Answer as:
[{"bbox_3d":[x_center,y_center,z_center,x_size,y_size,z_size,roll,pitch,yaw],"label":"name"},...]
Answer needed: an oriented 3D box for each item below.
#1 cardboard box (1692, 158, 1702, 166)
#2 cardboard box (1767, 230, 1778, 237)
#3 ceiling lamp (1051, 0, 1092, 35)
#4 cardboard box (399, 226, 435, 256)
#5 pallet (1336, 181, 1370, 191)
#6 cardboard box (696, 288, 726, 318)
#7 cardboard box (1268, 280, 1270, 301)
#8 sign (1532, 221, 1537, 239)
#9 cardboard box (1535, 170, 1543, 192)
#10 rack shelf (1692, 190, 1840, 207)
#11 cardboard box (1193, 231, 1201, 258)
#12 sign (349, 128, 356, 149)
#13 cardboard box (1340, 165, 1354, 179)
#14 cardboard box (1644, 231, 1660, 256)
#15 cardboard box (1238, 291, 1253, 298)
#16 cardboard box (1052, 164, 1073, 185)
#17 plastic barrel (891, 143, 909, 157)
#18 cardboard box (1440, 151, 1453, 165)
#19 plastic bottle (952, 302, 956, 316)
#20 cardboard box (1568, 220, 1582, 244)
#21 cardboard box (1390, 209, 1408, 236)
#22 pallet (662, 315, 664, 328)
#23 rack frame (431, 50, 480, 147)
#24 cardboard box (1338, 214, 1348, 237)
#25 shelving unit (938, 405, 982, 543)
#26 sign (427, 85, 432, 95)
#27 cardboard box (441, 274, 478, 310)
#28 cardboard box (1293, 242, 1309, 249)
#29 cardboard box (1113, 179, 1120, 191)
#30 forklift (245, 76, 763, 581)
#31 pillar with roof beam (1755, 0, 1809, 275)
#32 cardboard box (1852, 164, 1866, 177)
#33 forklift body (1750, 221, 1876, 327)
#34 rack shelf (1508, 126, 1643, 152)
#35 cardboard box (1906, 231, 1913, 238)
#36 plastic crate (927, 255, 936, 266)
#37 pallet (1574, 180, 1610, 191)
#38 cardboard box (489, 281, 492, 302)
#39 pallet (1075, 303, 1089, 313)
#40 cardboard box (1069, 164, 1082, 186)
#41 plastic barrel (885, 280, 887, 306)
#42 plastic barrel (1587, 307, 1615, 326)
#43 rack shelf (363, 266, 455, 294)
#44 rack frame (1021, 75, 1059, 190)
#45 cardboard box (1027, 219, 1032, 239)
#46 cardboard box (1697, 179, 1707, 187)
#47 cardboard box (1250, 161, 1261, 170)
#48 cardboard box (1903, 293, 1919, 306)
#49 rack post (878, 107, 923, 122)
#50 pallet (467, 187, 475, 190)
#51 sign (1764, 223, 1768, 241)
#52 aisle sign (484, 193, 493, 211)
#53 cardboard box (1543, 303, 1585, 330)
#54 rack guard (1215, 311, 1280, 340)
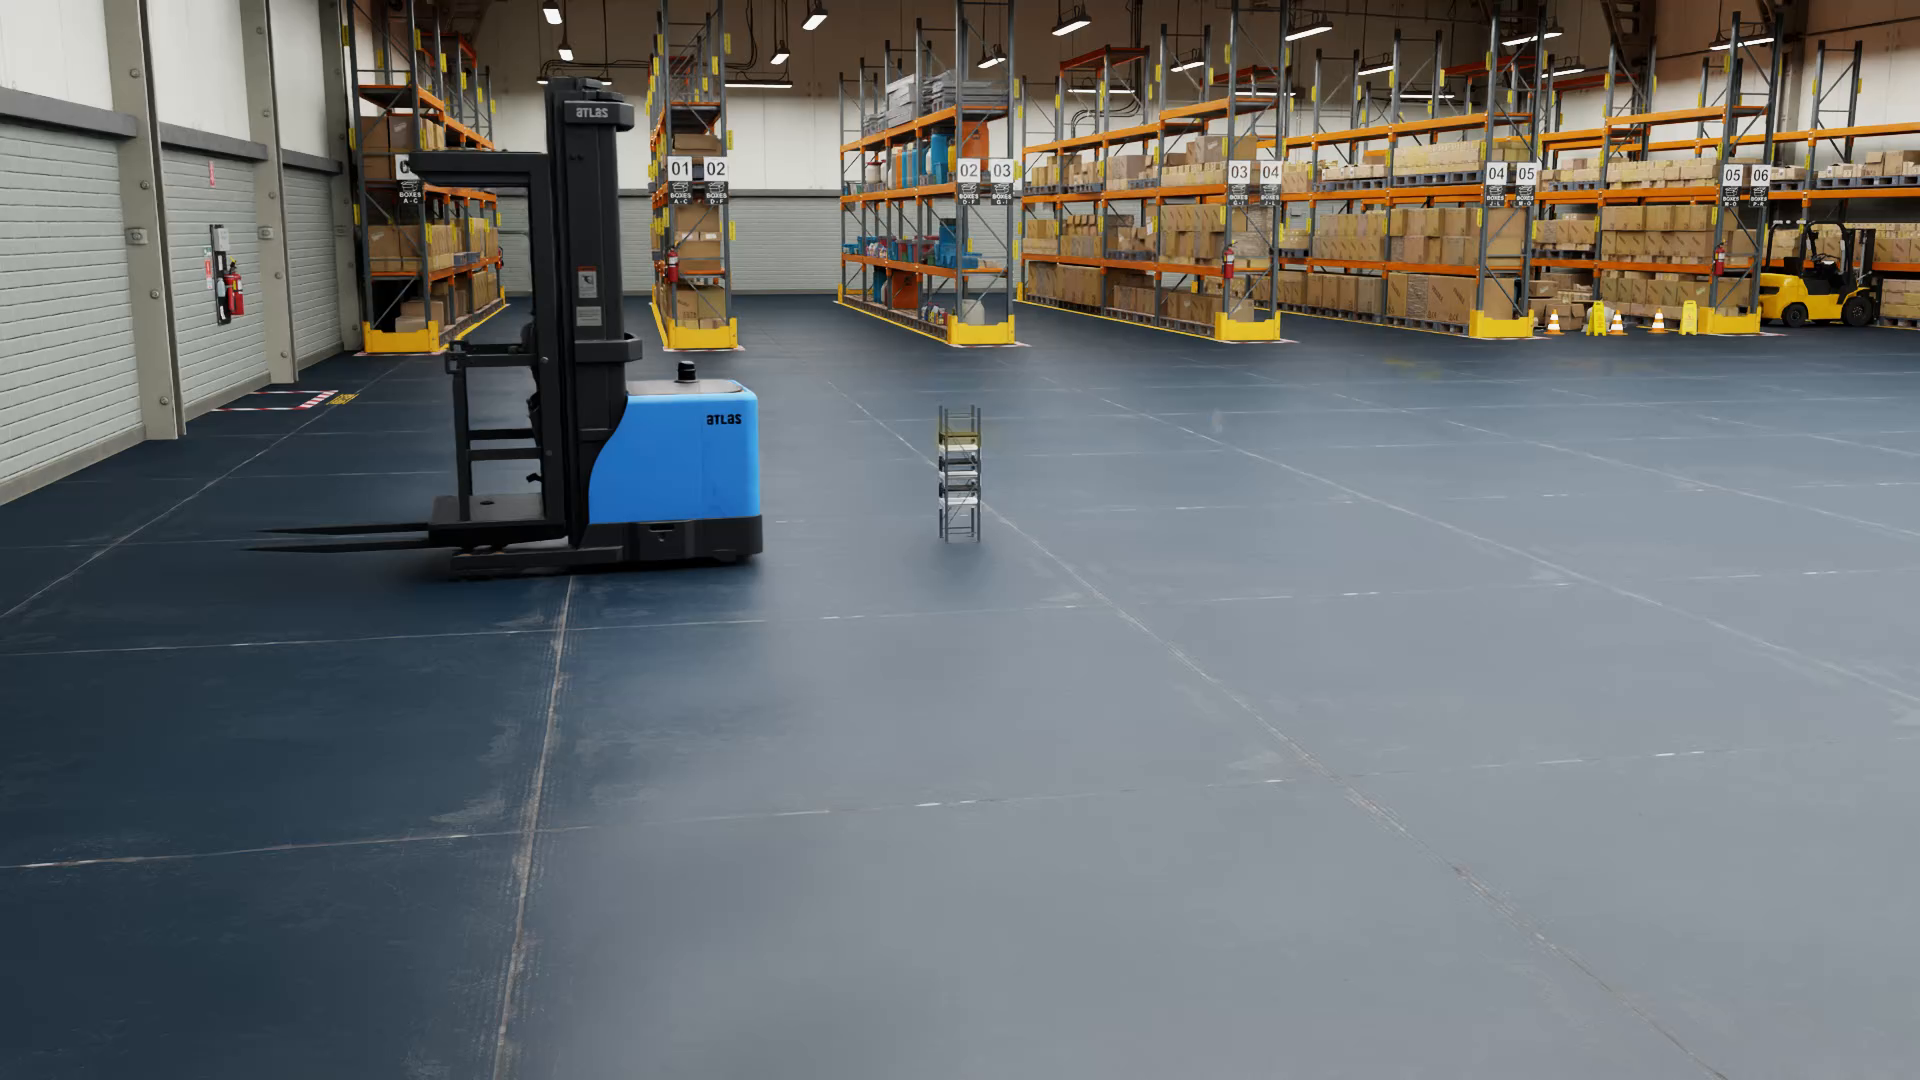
[{"bbox_3d":[14.576,-7.394,32.538,0.380,0.149,0.250,-2,11,-12],"label":"cardboard box"},{"bbox_3d":[18.572,-6.980,37.844,0.380,0.149,0.250,-2,11,-13],"label":"cardboard box"},{"bbox_3d":[2.426,-11.591,32.415,0.800,3.185,2.000,-2,11,-11],"label":"ceiling lamp"},{"bbox_3d":[-9.084,-5.008,27.828,0.500,0.500,0.500,-2,11,-11],"label":"cardboard box"},{"bbox_3d":[9.017,-7.834,36.817,1.003,0.211,1.213,-2,11,-8],"label":"pallet"},{"bbox_3d":[-4.413,-4.208,29.507,0.500,0.500,0.500,-2,11,-11],"label":"cardboard box"},{"bbox_3d":[7.945,-6.149,41.042,0.500,0.500,0.500,-2,11,-10],"label":"cardboard box"},{"bbox_3d":[10.721,-5.791,31.070,0.100,0.325,0.005,-2,11,-11],"label":"sign"},{"bbox_3d":[13.630,-8.322,38.605,0.700,0.500,0.500,-2,11,-11],"label":"cardboard box"},{"bbox_3d":[18.712,-7.908,38.622,1.077,0.370,4.000,-2,11,-11],"label":"rack shelf"},{"bbox_3d":[4.941,-5.623,31.655,0.875,0.500,0.500,-2,11,-11],"label":"cardboard box"},{"bbox_3d":[-9.834,-6.497,26.919,0.100,0.325,0.005,-2,11,-11],"label":"sign"},{"bbox_3d":[8.742,-8.133,36.729,0.500,0.311,0.500,-2,11,-12],"label":"cardboard box"},{"bbox_3d":[14.369,-6.068,33.993,0.500,0.500,0.500,-2,11,-10],"label":"cardboard box"},{"bbox_3d":[7.431,-6.374,43.162,0.380,0.149,0.250,-2,11,-10],"label":"cardboard box"},{"bbox_3d":[2.745,-9.266,42.176,0.700,0.500,0.500,-3,11,-14],"label":"cardboard box"},{"bbox_3d":[-1.231,-8.428,37.158,0.600,0.830,0.708,-2,11,-11],"label":"plastic barrel"},{"bbox_3d":[9.613,-7.372,32.100,0.500,0.250,0.500,-2,11,-11],"label":"cardboard box"},{"bbox_3d":[-0.079,-4.501,32.730,0.144,0.351,0.185,-2,11,-11],"label":"plastic bottle"},{"bbox_3d":[13.821,-6.808,36.758,0.500,0.500,0.500,-2,11,-11],"label":"cardboard box"},{"bbox_3d":[9.435,-6.576,34.436,0.875,0.550,0.550,-2,11,-11],"label":"cardboard box"},{"bbox_3d":[-5.628,-4.508,34.315,1.003,0.211,1.213,-2,11,-11],"label":"pallet"},{"bbox_3d":[-11.620,-9.753,38.371,1.000,3.000,0.127,-2,11,-11],"label":"rack frame"},{"bbox_3d":[8.899,-7.045,37.249,0.700,0.500,0.500,-2,11,-12],"label":"cardboard box"},{"bbox_3d":[-0.002,-0.444,11.120,0.258,0.900,0.210,-2,11,-11],"label":"shelving unit"},{"bbox_3d":[-12.169,-10.274,38.187,0.100,0.325,0.005,-2,11,-11],"label":"sign"},{"bbox_3d":[-10.856,-5.362,35.973,0.750,0.750,0.750,-2,11,-12],"label":"cardboard box"},{"bbox_3d":[8.073,-6.931,39.139,0.380,0.149,0.250,-2,11,-10],"label":"cardboard box"},{"bbox_3d":[3.676,-7.823,36.654,0.500,0.250,0.500,-2,11,-10],"label":"cardboard box"},{"bbox_3d":[-2.811,-1.303,10.201,3.031,2.935,1.130,-3,11,-15],"label":"forklift"},{"bbox_3d":[15.238,-9.739,38.295,9.100,9.000,0.548,-2,11,-11],"label":"pillar with roof beam"},{"bbox_3d":[19.092,-7.800,35.103,0.396,0.266,0.258,-2,11,-12],"label":"cardboard box"},{"bbox_3d":[17.721,-5.552,34.612,2.313,2.155,1.214,-2,11,-11],"label":"forklift body"},{"bbox_3d":[13.844,-9.004,37.427,1.077,0.370,4.000,-2,11,-11],"label":"rack shelf"},{"bbox_3d":[19.468,-6.204,33.766,0.380,0.149,0.250,-2,11,-10],"label":"cardboard box"},{"bbox_3d":[-0.359,-5.336,31.774,0.450,0.188,0.662,-2,11,-11],"label":"plastic crate"},{"bbox_3d":[14.218,-7.738,36.308,1.213,0.211,1.003,-2,11,-11],"label":"pallet"},{"bbox_3d":[-11.759,-6.017,40.352,0.700,0.500,0.500,-2,11,-12],"label":"cardboard box"},{"bbox_3d":[3.421,-5.614,40.125,1.003,0.211,1.213,-2,11,-11],"label":"pallet"},{"bbox_3d":[3.079,-8.969,40.885,0.700,0.500,0.500,-2,11,-10],"label":"cardboard box"},{"bbox_3d":[-1.455,-5.751,38.713,0.600,0.588,0.708,-2,11,-11],"label":"plastic barrel"},{"bbox_3d":[13.124,-4.564,34.044,0.512,0.421,0.421,6,12,28],"label":"plastic barrel"},{"bbox_3d":[-9.675,-4.619,29.363,1.077,0.370,4.000,-2,11,-11],"label":"rack shelf"},{"bbox_3d":[2.179,-11.027,45.065,1.000,3.000,0.127,-2,11,-11],"label":"rack frame"},{"bbox_3d":[2.104,-8.331,44.546,0.500,0.500,0.500,-2,11,-12],"label":"cardboard box"},{"bbox_3d":[14.587,-6.956,32.368,0.380,0.149,0.250,-2,11,-11],"label":"cardboard box"},{"bbox_3d":[5.464,-6.800,30.214,0.380,0.149,0.250,-2,11,-11],"label":"cardboard box"},{"bbox_3d":[19.478,-4.866,33.634,0.500,0.250,0.500,-2,11,-12],"label":"cardboard box"},{"bbox_3d":[-1.305,-9.474,37.107,0.954,0.300,0.937,-2,11,-11],"label":"rack post"},{"bbox_3d":[-11.019,-7.569,35.425,1.213,0.211,1.003,-2,11,-8],"label":"pallet"},{"bbox_3d":[15.543,-5.951,32.124,0.100,0.325,0.005,-2,11,-11],"label":"sign"},{"bbox_3d":[-12.117,-8.841,42.670,0.394,0.787,0.004,-2,11,-11],"label":"aisle sign"},{"bbox_3d":[12.186,-4.510,33.544,0.637,0.503,0.797,9,14,38],"label":"cardboard box"},{"bbox_3d":[5.276,-3.931,30.515,1.175,0.500,0.348,-2,11,-11],"label":"rack guard"}]
